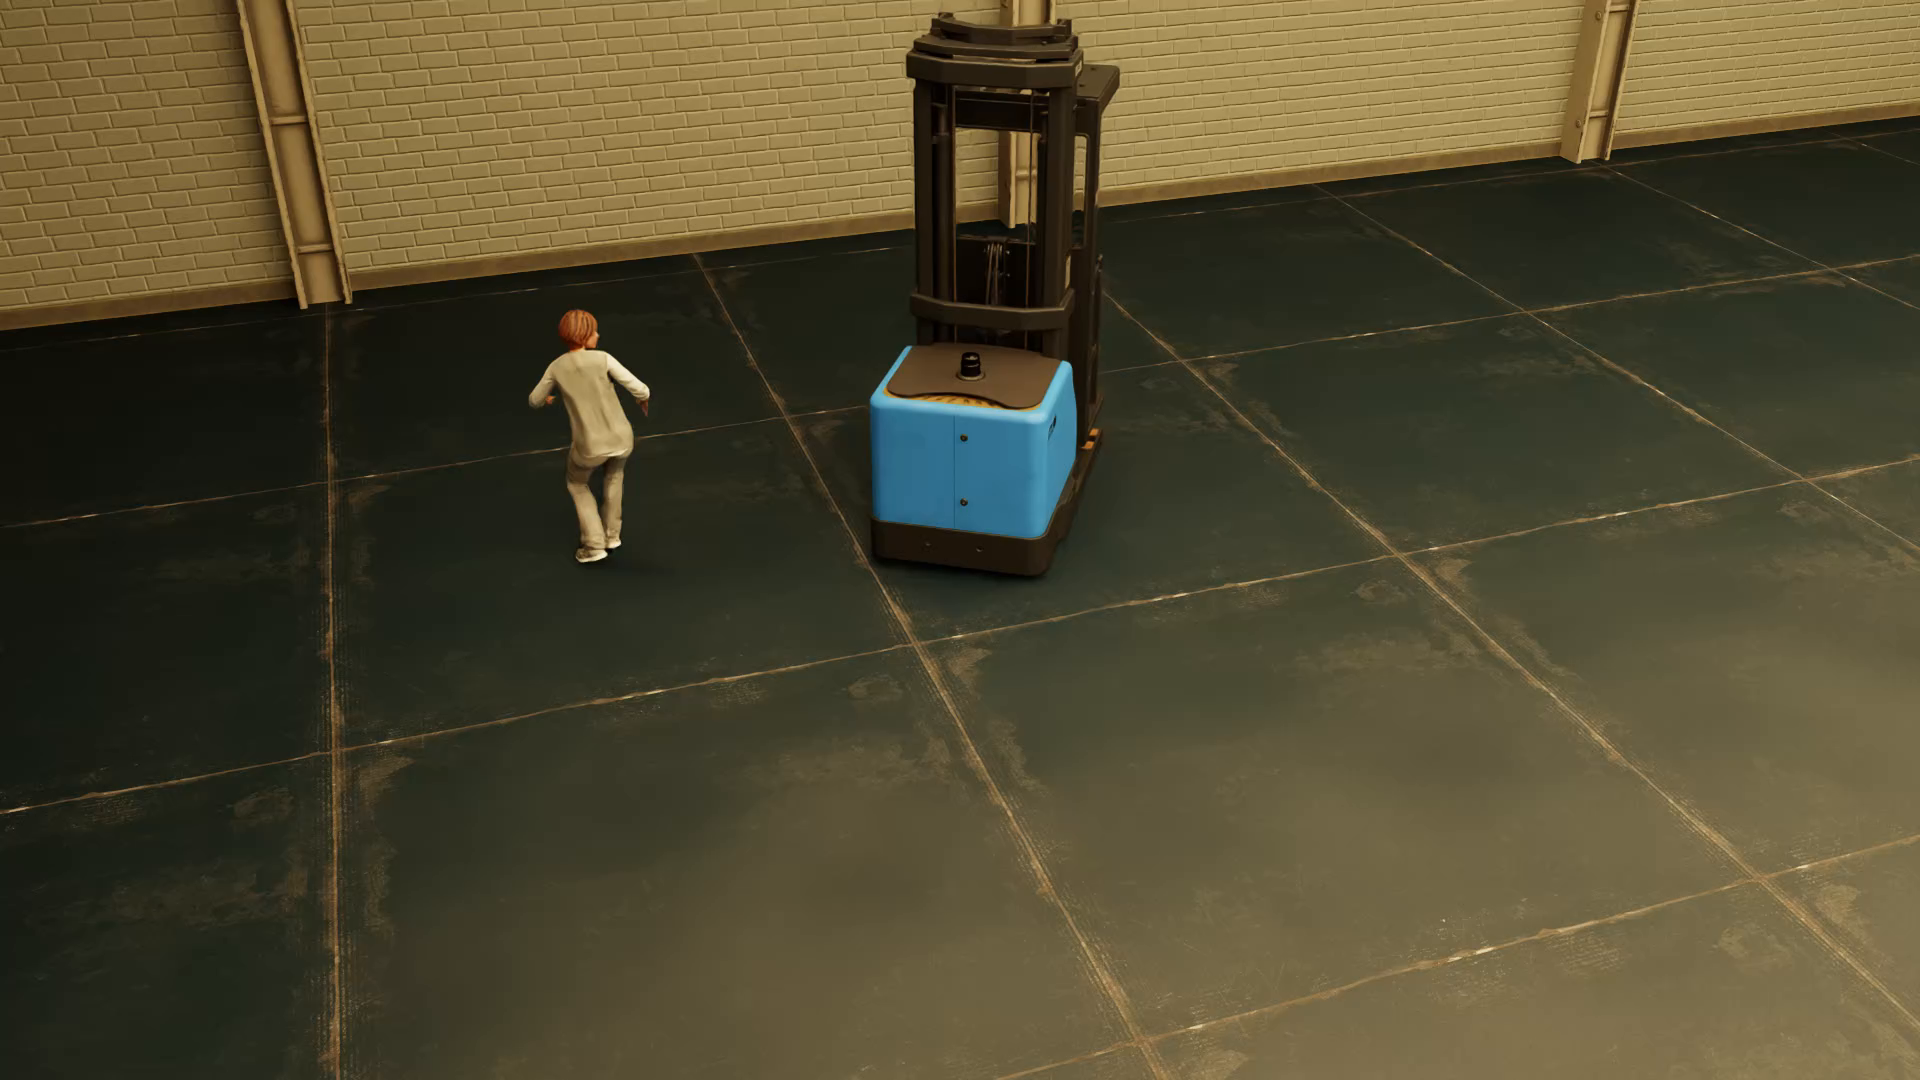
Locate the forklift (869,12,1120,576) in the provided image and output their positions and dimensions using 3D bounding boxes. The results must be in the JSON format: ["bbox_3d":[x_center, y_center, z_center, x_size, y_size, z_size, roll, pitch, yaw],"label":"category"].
[{"bbox_3d":[0.329,-1.788,10.194,1.130,2.935,3.031,7,31,12],"label":"forklift"}]

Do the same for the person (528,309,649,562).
[{"bbox_3d":[-2.118,-0.628,9.607,0.676,1.513,0.648,-10,31,-17],"label":"person"}]
